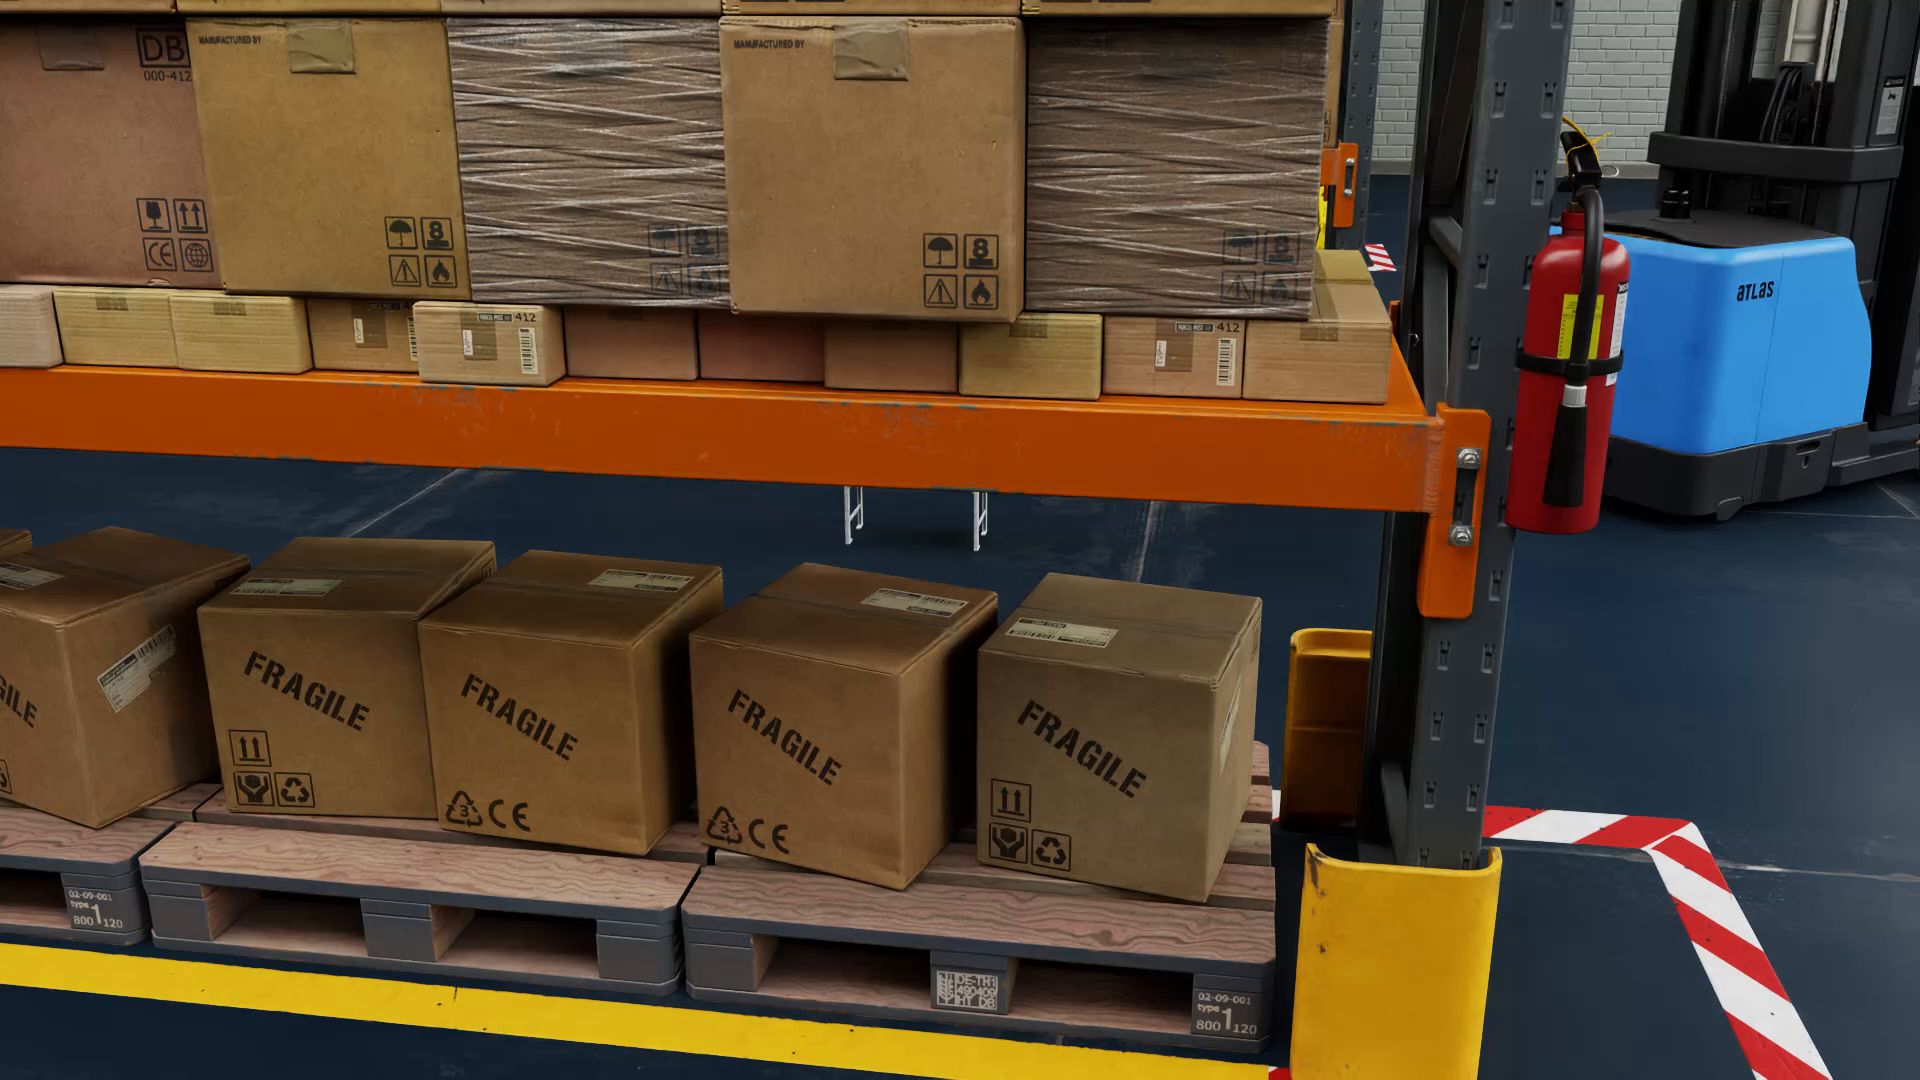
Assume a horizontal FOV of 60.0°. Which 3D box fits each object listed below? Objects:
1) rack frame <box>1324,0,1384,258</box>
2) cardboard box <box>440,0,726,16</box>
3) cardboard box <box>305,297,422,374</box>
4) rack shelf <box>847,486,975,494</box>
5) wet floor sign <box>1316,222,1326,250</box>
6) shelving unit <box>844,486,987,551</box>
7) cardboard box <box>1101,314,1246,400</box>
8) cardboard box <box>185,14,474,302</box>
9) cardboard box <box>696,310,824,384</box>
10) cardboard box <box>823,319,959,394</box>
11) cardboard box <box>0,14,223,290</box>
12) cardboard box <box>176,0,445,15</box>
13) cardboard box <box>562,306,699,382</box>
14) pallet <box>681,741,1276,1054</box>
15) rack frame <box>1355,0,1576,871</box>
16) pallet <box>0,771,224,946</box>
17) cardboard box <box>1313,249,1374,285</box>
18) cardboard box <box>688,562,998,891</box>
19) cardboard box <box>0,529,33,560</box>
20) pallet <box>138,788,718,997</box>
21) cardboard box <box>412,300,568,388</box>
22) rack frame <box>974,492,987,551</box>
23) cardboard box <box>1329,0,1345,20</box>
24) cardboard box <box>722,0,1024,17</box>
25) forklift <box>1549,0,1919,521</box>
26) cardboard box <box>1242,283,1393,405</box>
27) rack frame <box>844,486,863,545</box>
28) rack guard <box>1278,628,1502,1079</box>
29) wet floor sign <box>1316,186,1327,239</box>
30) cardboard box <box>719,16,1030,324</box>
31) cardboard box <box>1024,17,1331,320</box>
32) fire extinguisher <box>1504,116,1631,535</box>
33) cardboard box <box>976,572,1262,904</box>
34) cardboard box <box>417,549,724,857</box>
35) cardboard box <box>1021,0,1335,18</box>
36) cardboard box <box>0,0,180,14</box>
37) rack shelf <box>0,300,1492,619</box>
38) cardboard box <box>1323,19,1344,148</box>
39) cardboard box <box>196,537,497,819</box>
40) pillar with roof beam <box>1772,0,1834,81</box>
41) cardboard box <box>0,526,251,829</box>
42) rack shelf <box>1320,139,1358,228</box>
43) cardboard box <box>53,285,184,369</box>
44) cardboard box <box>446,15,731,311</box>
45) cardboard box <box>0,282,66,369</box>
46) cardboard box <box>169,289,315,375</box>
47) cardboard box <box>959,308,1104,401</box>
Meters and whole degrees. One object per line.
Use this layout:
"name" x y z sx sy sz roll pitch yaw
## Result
"rack frame" 1.853 -2.088 7.816 0.127 3.000 1.000 3 19 9
"cardboard box" -0.604 -1.201 2.964 0.500 0.500 0.500 3 19 9
"cardboard box" -1.081 -0.447 3.306 0.250 0.149 0.380 3 19 9
"rack shelf" -0.163 -0.289 6.234 0.480 0.148 0.258 3 19 9
"wet floor sign" 2.195 -1.590 10.039 0.232 0.644 0.267 0 19 -1
"shelving unit" -0.163 -0.577 6.138 0.503 1.200 0.258 3 19 9
"cardboard box" 0.405 -0.382 3.115 0.250 0.149 0.380 3 19 9
"cardboard box" -1.064 -0.819 3.397 0.500 0.500 0.875 3 19 9
"cardboard box" -0.334 -0.422 3.233 0.250 0.149 0.380 3 19 9
"cardboard box" -0.094 -0.396 3.156 0.250 0.149 0.380 3 19 9
"cardboard box" -1.551 -0.857 3.511 0.500 0.500 0.875 3 19 9
"cardboard box" -1.096 -1.229 3.047 0.500 0.500 0.500 3 19 9
"cardboard box" -0.585 -0.427 3.249 0.250 0.149 0.380 3 19 9
"pallet" 0.095 0.727 3.796 1.213 0.211 1.003 3 19 9
"rack frame" 0.966 -0.539 3.187 0.127 3.000 1.000 3 19 9
"pallet" -2.315 0.605 4.163 1.213 0.211 1.003 3 19 9
"cardboard box" 0.723 -0.509 3.493 0.250 0.149 0.380 3 19 9
"cardboard box" -0.243 0.391 3.685 0.500 0.500 0.500 8 20 23
"cardboard box" -2.595 0.278 4.021 0.500 0.500 0.500 2 19 7
"pallet" -1.106 0.665 3.982 1.213 0.211 1.003 3 19 9
"cardboard box" -0.846 -0.412 3.204 0.250 0.149 0.380 3 19 9
"rack frame" 0.077 -0.565 6.101 0.015 1.200 0.240 3 19 9
"cardboard box" 1.492 -2.702 7.713 0.550 0.550 0.875 3 19 9
"cardboard box" -0.111 -1.175 2.887 0.500 0.500 0.500 3 19 9
"forklift" 3.796 -1.787 7.025 3.031 2.935 1.130 -11 21 -29
"cardboard box" 0.652 -0.370 3.077 0.250 0.149 0.380 3 19 9
"rack frame" -0.404 -0.590 6.174 0.015 1.200 0.240 3 19 9
"rack guard" 0.891 0.642 3.595 0.348 0.500 1.175 3 19 9
"wet floor sign" 2.556 -2.183 11.809 0.232 0.644 0.267 10 21 27
"cardboard box" -0.085 -0.751 3.195 0.500 0.500 0.875 3 19 9
"cardboard box" 0.427 -0.764 3.232 0.500 0.500 0.875 3 19 9
"fire extinguisher" 1.006 -0.352 2.751 0.183 0.674 0.296 3 19 9
"cardboard box" 0.352 0.410 3.627 0.500 0.500 0.500 7 20 19
"cardboard box" -0.858 0.354 3.796 0.500 0.500 0.500 5 19 14
"cardboard box" 0.384 -1.152 2.817 0.500 0.500 0.500 3 19 9
"cardboard box" -1.592 -1.251 3.112 0.500 0.500 0.500 3 19 9
"rack shelf" -1.009 -0.299 3.602 4.000 0.370 1.077 3 19 9
"cardboard box" 1.479 -2.164 7.806 0.550 0.550 0.875 3 19 9
"cardboard box" -1.402 0.312 3.922 0.500 0.500 0.500 1 19 4
"pillar with roof beam" 8.018 -6.711 12.178 0.400 9.000 9.100 3 19 9
"cardboard box" -2.028 0.305 3.942 0.500 0.500 0.500 9 21 26
"rack shelf" -0.122 -1.847 8.231 4.000 0.370 1.077 3 19 9
"cardboard box" -1.581 -0.461 3.350 0.250 0.149 0.380 3 19 9
"cardboard box" -0.572 -0.790 3.311 0.500 0.500 0.875 3 19 9
"cardboard box" -1.834 -0.461 3.348 0.250 0.149 0.380 3 19 9
"cardboard box" -1.336 -0.445 3.302 0.250 0.149 0.380 3 19 9
"cardboard box" 0.150 -0.379 3.104 0.250 0.149 0.380 3 19 9
